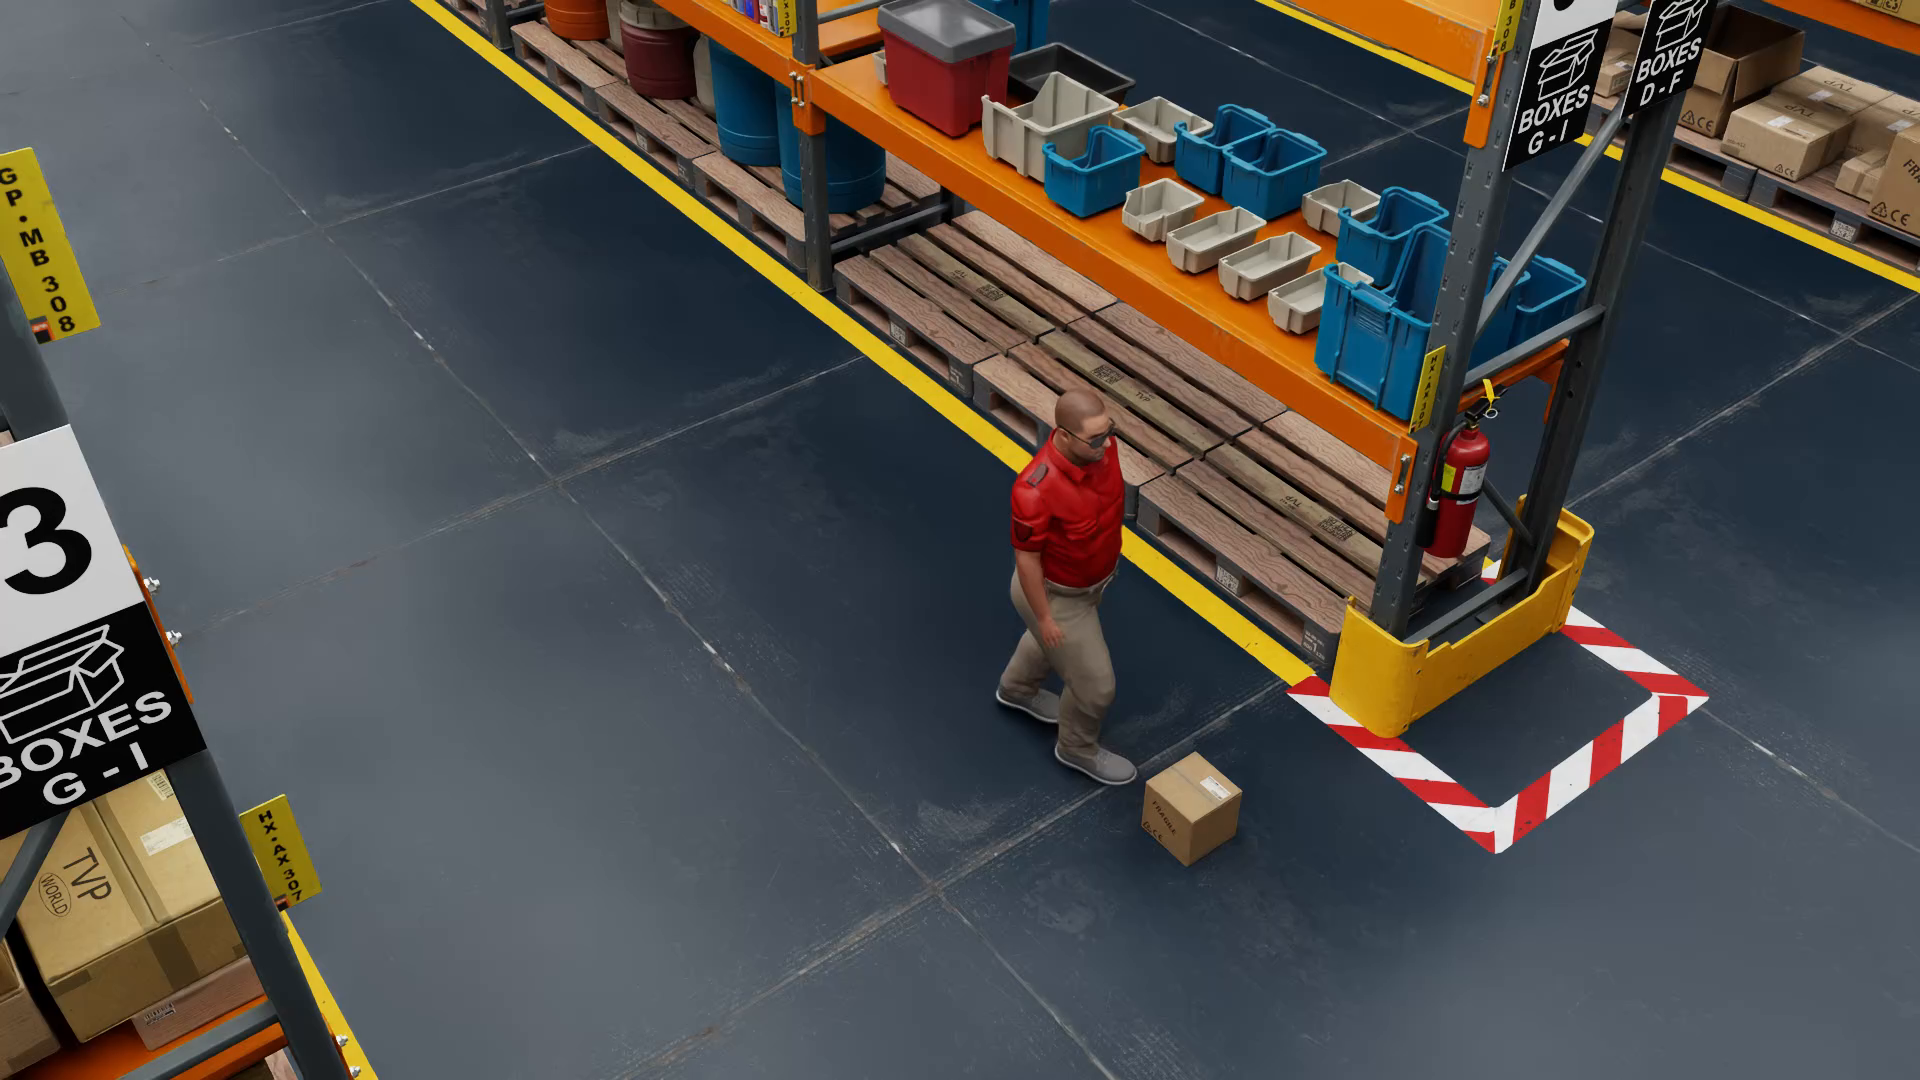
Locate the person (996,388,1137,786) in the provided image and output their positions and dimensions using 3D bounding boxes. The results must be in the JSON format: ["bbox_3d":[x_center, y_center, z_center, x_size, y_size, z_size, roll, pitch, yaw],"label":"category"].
[{"bbox_3d":[0.392,0.154,5.997,0.674,1.719,0.538,22,45,24],"label":"person"}]
